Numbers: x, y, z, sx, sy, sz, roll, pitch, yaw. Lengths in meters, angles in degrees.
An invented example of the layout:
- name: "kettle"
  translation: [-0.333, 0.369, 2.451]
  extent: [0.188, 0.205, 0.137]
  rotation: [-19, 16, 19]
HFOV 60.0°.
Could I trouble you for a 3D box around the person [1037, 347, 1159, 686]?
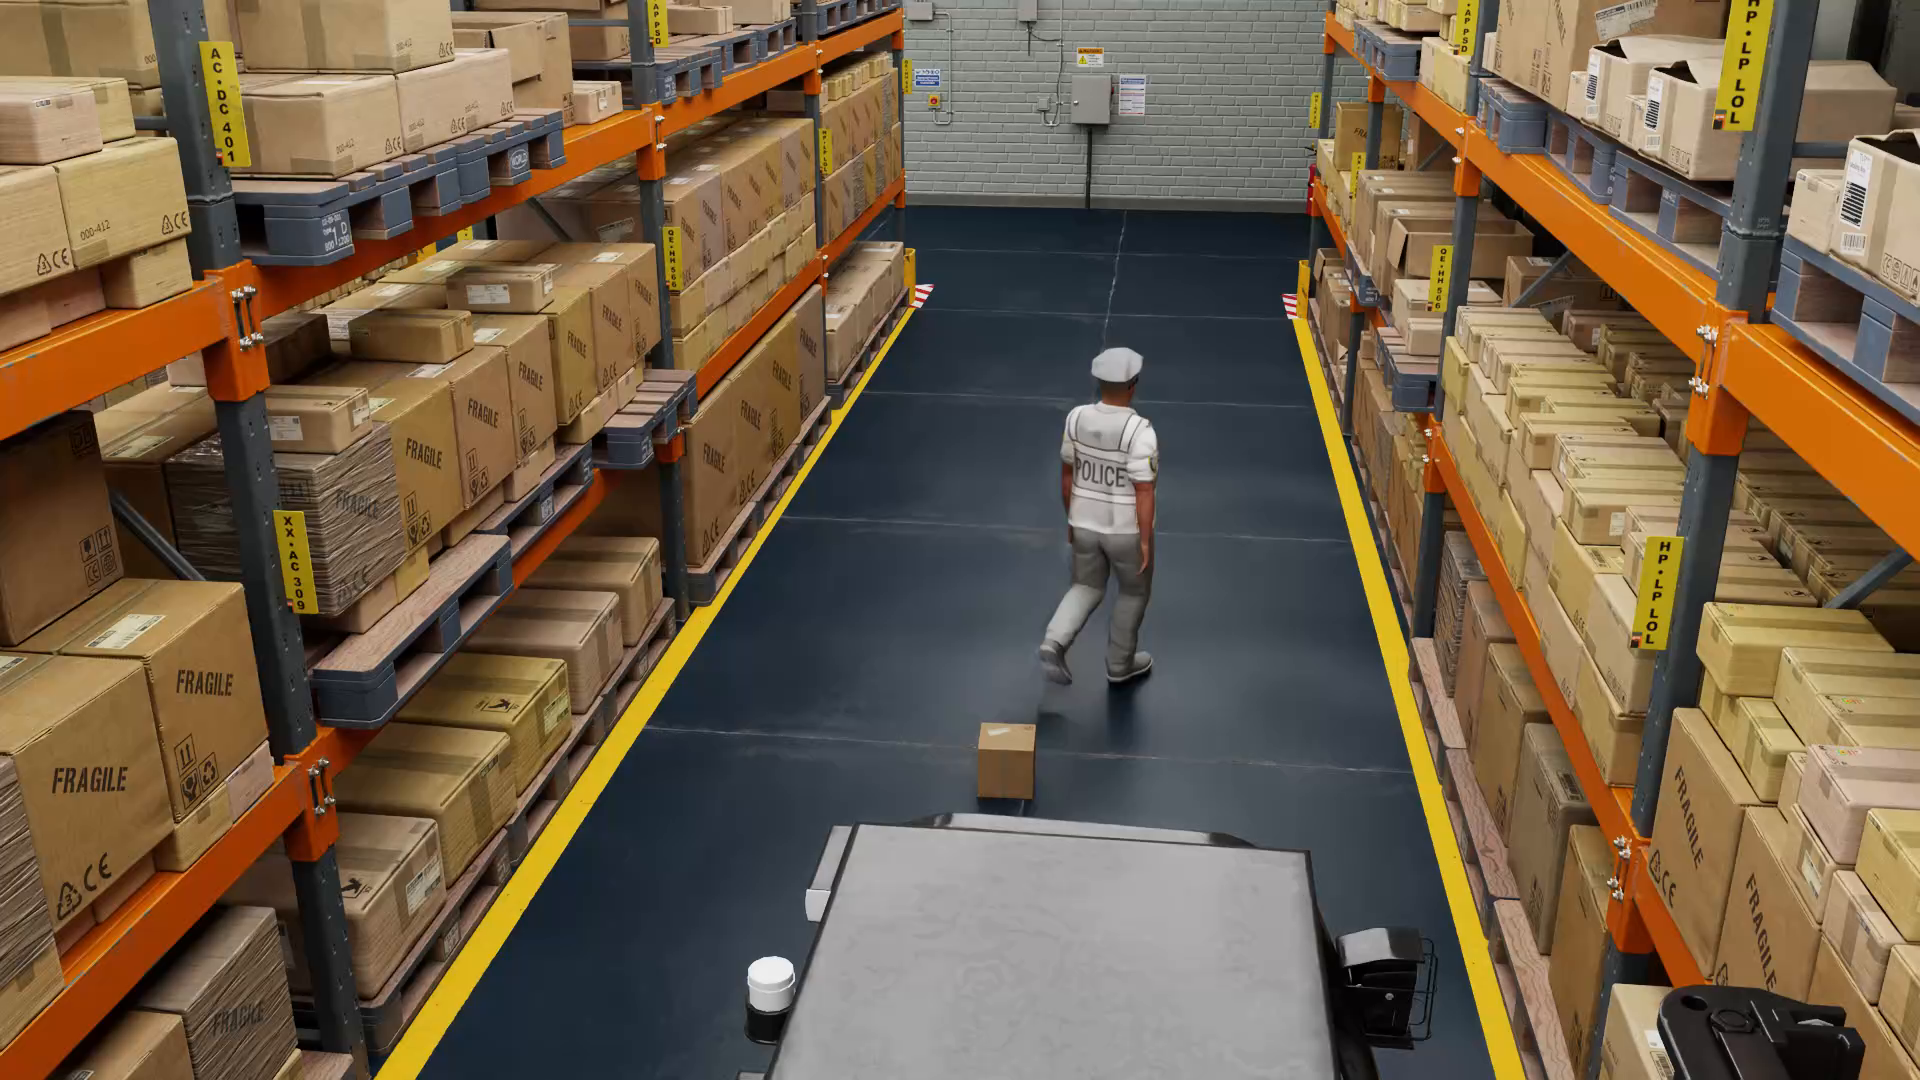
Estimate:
- name: "person"
  translation: [0.709, -0.079, 8.204]
  extent: [0.542, 1.748, 0.760]
  rotation: [15, 26, 35]
